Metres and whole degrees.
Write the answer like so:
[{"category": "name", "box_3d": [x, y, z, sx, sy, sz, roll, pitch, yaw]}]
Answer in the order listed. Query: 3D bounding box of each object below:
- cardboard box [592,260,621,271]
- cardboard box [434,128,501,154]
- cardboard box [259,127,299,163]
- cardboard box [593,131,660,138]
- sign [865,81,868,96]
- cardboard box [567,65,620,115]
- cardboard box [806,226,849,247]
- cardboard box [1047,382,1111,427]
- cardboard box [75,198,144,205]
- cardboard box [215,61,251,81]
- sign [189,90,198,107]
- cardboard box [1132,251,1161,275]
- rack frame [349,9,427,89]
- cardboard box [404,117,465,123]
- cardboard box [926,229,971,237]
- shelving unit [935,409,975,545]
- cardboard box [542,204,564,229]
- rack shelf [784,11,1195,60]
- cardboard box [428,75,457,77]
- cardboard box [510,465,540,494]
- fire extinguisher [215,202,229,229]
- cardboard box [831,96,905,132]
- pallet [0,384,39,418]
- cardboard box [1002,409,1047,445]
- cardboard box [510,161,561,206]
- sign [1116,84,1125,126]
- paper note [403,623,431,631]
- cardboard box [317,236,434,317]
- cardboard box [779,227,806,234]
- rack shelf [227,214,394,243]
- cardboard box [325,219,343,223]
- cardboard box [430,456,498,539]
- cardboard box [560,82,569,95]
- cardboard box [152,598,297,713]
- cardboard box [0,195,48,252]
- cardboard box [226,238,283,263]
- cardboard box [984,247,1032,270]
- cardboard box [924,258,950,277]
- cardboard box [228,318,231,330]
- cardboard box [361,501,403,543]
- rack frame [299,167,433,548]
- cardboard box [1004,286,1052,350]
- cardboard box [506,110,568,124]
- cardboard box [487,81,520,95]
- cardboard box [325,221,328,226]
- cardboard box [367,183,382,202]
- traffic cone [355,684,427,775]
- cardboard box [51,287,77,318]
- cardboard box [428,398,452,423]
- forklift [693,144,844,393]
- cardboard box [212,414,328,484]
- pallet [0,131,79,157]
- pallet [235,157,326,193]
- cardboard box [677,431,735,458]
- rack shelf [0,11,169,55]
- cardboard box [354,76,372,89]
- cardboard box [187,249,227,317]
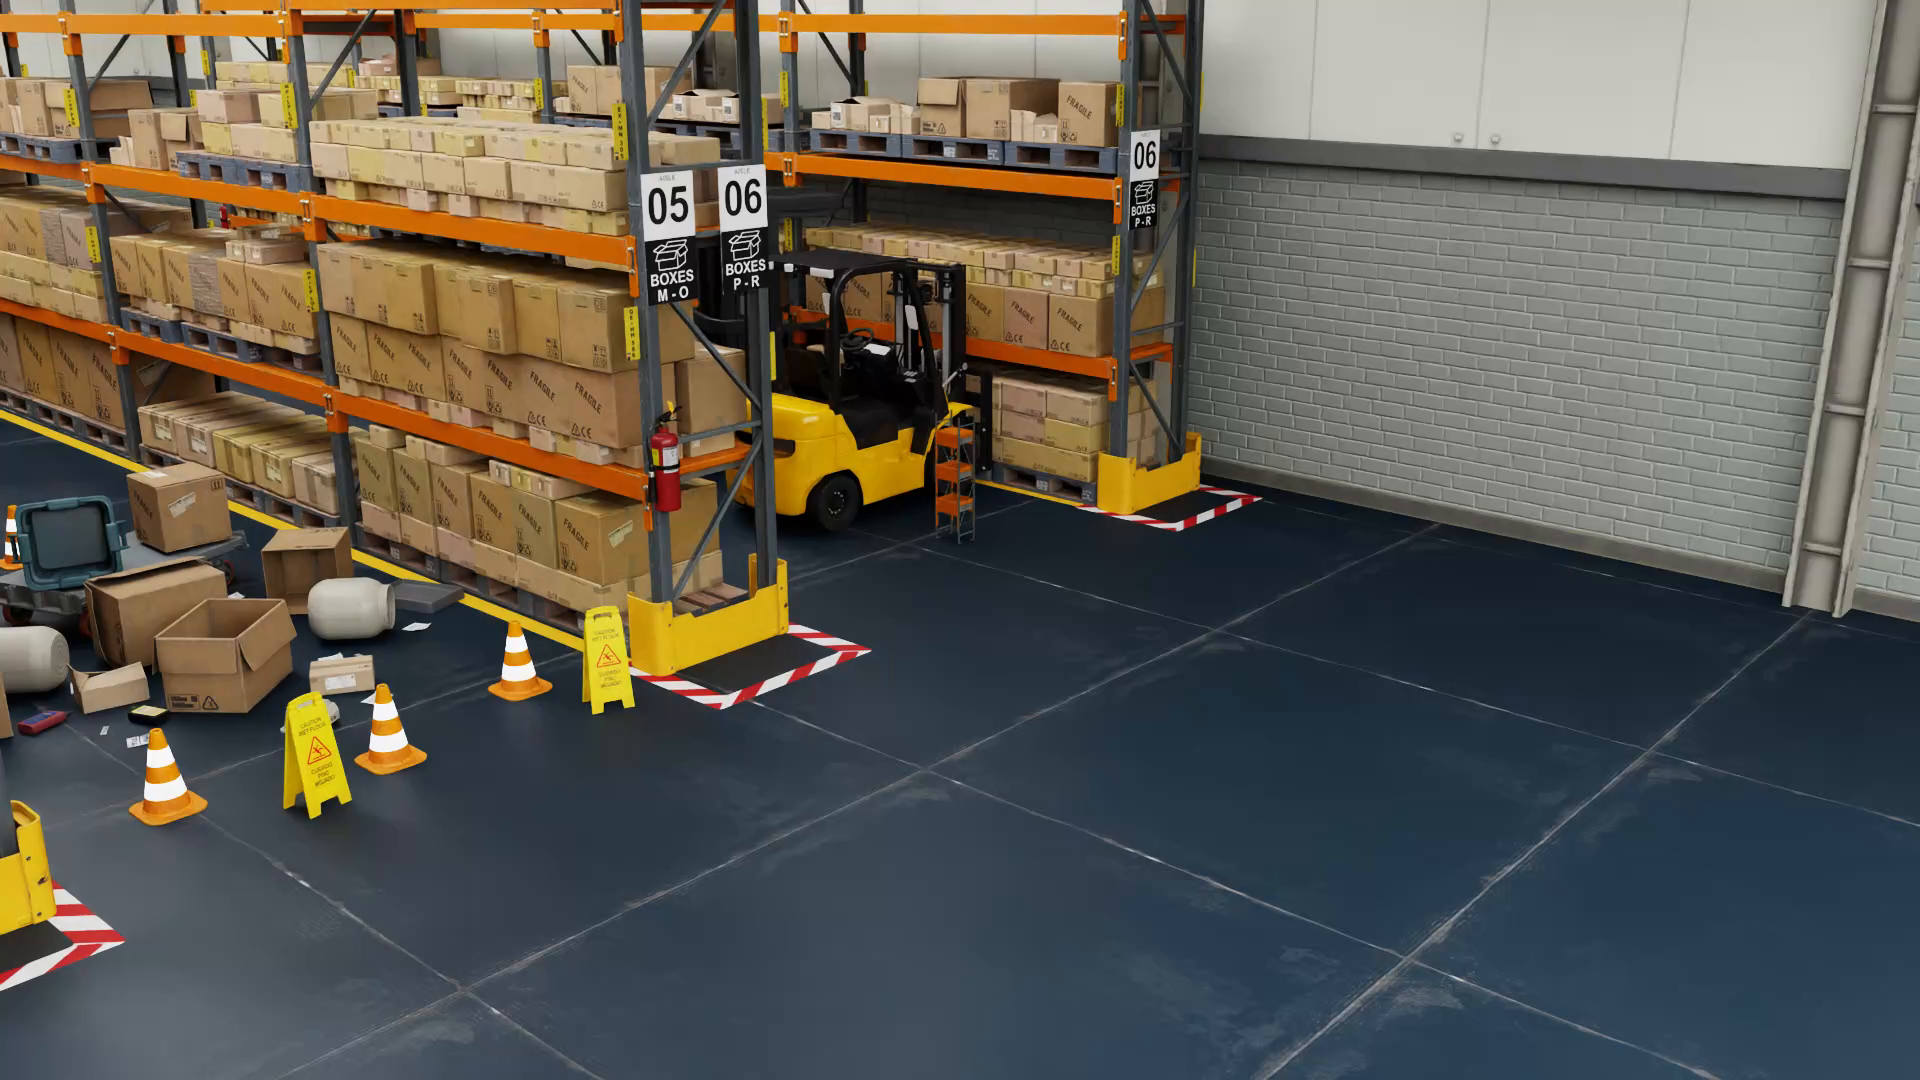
[{"category": "cardboard box", "box_3d": [-3.777, -3.097, 18.660, 0.500, 0.250, 0.500, 14, 23, 38]}, {"category": "cardboard box", "box_3d": [-3.383, -2.748, 11.449, 0.250, 0.149, 0.380, 16, 23, 40]}, {"category": "cardboard box", "box_3d": [-5.152, -3.131, 13.114, 0.500, 0.250, 0.500, 14, 23, 38]}, {"category": "cardboard box", "box_3d": [-2.241, -2.671, 11.208, 0.250, 0.149, 0.380, 15, 23, 39]}, {"category": "sign", "box_3d": [-0.960, -4.452, 16.736, 0.005, 0.325, 0.100, 15, 23, 39]}, {"category": "cardboard box", "box_3d": [-3.939, -4.940, 18.234, 0.500, 0.500, 0.500, 15, 23, 40]}, {"category": "cardboard box", "box_3d": [-1.286, -2.979, 16.312, 0.250, 0.149, 0.380, 16, 23, 40]}, {"category": "cardboard box", "box_3d": [1.113, -1.197, 14.623, 0.500, 0.250, 0.500, 16, 24, 41]}, {"category": "cardboard box", "box_3d": [-8.572, -3.175, 16.838, 0.500, 0.500, 0.500, 16, 24, 41]}, {"category": "cardboard box", "box_3d": [-10.138, -6.614, 23.464, 0.500, 0.250, 0.500, 15, 23, 39]}, {"category": "sign", "box_3d": [-7.249, -4.090, 15.726, 0.005, 0.325, 0.100, 15, 23, 39]}, {"category": "cardboard box", "box_3d": [1.555, -2.423, 14.559, 0.250, 0.149, 0.380, 14, 23, 38]}, {"category": "rack frame", "box_3d": [-7.311, -7.078, 21.037, 0.127, 3.000, 1.000, 15, 23, 39]}, {"category": "cardboard box", "box_3d": [-3.992, -3.129, 12.651, 0.250, 0.149, 0.380, 14, 23, 38]}, {"category": "cardboard box", "box_3d": [-0.112, -2.912, 16.100, 0.250, 0.149, 0.380, 15, 23, 38]}, {"category": "shelving unit", "box_3d": [-0.040, -0.511, 13.487, 0.252, 1.050, 0.215, 15, 23, 39]}, {"category": "cardboard box", "box_3d": [-2.464, -2.107, 10.749, 0.250, 0.149, 0.380, 16, 24, 41]}, {"category": "rack shelf", "box_3d": [0.168, -4.536, 14.880, 4.000, 0.370, 1.077, 15, 23, 39]}, {"category": "cardboard box", "box_3d": [-6.420, -5.735, 20.828, 0.250, 0.149, 0.380, 16, 24, 41]}, {"category": "cardboard box", "box_3d": [-2.905, -0.453, 11.619, 0.250, 0.149, 0.380, 16, 23, 40]}, {"category": "fire extinguisher", "box_3d": [-10.720, -4.732, 24.307, 0.183, 0.674, 0.296, 15, 23, 39]}, {"category": "cardboard box", "box_3d": [-0.867, -4.025, 15.664, 0.500, 0.311, 0.500, 16, 23, 40]}, {"category": "pallet", "box_3d": [-9.976, -1.627, 18.391, 1.213, 0.211, 1.003, 15, 23, 39]}, {"category": "cardboard box", "box_3d": [0.725, -1.067, 15.039, 0.500, 0.250, 0.500, 15, 23, 39]}, {"category": "cardboard box", "box_3d": [-2.556, -2.331, 10.796, 0.500, 0.250, 0.500, 15, 23, 39]}, {"category": "sign", "box_3d": [1.294, -3.503, 13.399, 0.005, 0.325, 0.100, 15, 23, 39]}, {"category": "paper note", "box_3d": [-3.810, 0.603, 11.660, 0.148, 0.019, 0.142, 7, 19, 21]}, {"category": "cardboard box", "box_3d": [-4.434, -2.017, 12.698, 0.500, 0.500, 0.700, 15, 23, 39]}, {"category": "cardboard box", "box_3d": [-1.800, -3.204, 17.511, 0.250, 0.149, 0.380, 15, 23, 39]}, {"category": "rack shelf", "box_3d": [-8.807, -4.277, 23.319, 4.000, 0.370, 1.077, 15, 23, 39]}, {"category": "cardboard box", "box_3d": [-8.238, -4.433, 22.377, 0.500, 0.250, 0.500, 15, 23, 39]}, {"category": "cardboard box", "box_3d": [-3.562, -0.346, 12.356, 0.500, 0.500, 0.500, 17, 24, 42]}, {"category": "cardboard box", "box_3d": [-4.411, -5.242, 19.308, 0.250, 0.149, 0.380, 14, 22, 37]}, {"category": "cardboard box", "box_3d": [-4.622, 0.725, 10.496, 0.637, 0.503, 0.797, 0, 18, 2]}, {"category": "cardboard box", "box_3d": [-9.692, -3.268, 17.133, 0.500, 0.500, 0.500, 14, 23, 38]}, {"category": "cardboard box", "box_3d": [-5.859, -2.414, 13.835, 0.250, 0.149, 0.380, 14, 22, 37]}, {"category": "cardboard box", "box_3d": [0.432, -2.515, 14.847, 0.250, 0.149, 0.380, 16, 23, 41]}, {"category": "cardboard box", "box_3d": [-0.120, -2.530, 15.388, 0.250, 0.149, 0.380, 14, 23, 38]}, {"category": "cardboard box", "box_3d": [-6.070, -1.894, 14.341, 0.250, 0.149, 0.380, 14, 22, 37]}, {"category": "cardboard box", "box_3d": [-4.357, -0.198, 13.129, 0.500, 0.250, 0.500, 14, 22, 37]}, {"category": "rack frame", "box_3d": [-4.619, -1.488, 13.342, 0.127, 3.000, 1.000, 15, 23, 39]}, {"category": "cardboard box", "box_3d": [0.740, -2.002, 14.796, 0.500, 0.500, 0.500, 16, 24, 41]}, {"category": "cardboard box", "box_3d": [-4.864, -4.821, 19.134, 0.500, 0.250, 0.500, 14, 22, 37]}, {"category": "cardboard box", "box_3d": [-5.294, -5.287, 19.449, 0.250, 0.149, 0.380, 15, 23, 38]}, {"category": "cardboard box", "box_3d": [-8.525, -4.303, 22.628, 0.250, 0.149, 0.380, 15, 23, 38]}, {"category": "cardboard box", "box_3d": [-4.132, -2.590, 12.271, 0.250, 0.149, 0.380, 15, 23, 39]}, {"category": "traffic cone", "box_3d": [-3.288, 1.049, 9.541, 0.334, 0.463, 0.336, 15, 23, 39]}, {"category": "cardboard box", "box_3d": [-8.554, -2.362, 16.342, 0.500, 0.250, 0.500, 16, 23, 40]}, {"category": "cardboard box", "box_3d": [-3.646, -0.974, 12.136, 0.250, 0.149, 0.380, 15, 23, 40]}, {"category": "forklift", "box_3d": [-1.712, -2.296, 16.002, 3.031, 2.935, 1.130, -8, 19, -24]}, {"category": "cardboard box", "box_3d": [-6.074, -0.823, 14.897, 0.625, 0.372, 0.950, 16, 24, 41]}, {"category": "pallet", "box_3d": [-8.966, -3.972, 16.523, 1.213, 0.211, 1.003, 16, 24, 42]}, {"category": "pallet", "box_3d": [-5.010, -2.976, 13.383, 1.003, 0.211, 1.213, 15, 23, 39]}, {"category": "cardboard box", "box_3d": [-1.744, -0.680, 11.212, 0.250, 0.149, 0.380, 15, 23, 39]}, {"category": "rack shelf", "box_3d": [-9.107, -5.019, 16.400, 4.000, 0.370, 1.077, 15, 23, 39]}, {"category": "cardboard box", "box_3d": [-7.379, -5.759, 20.903, 0.250, 0.149, 0.380, 16, 24, 41]}, {"category": "cardboard box", "box_3d": [-6.263, -2.228, 14.322, 0.500, 0.500, 0.500, 14, 22, 37]}]
